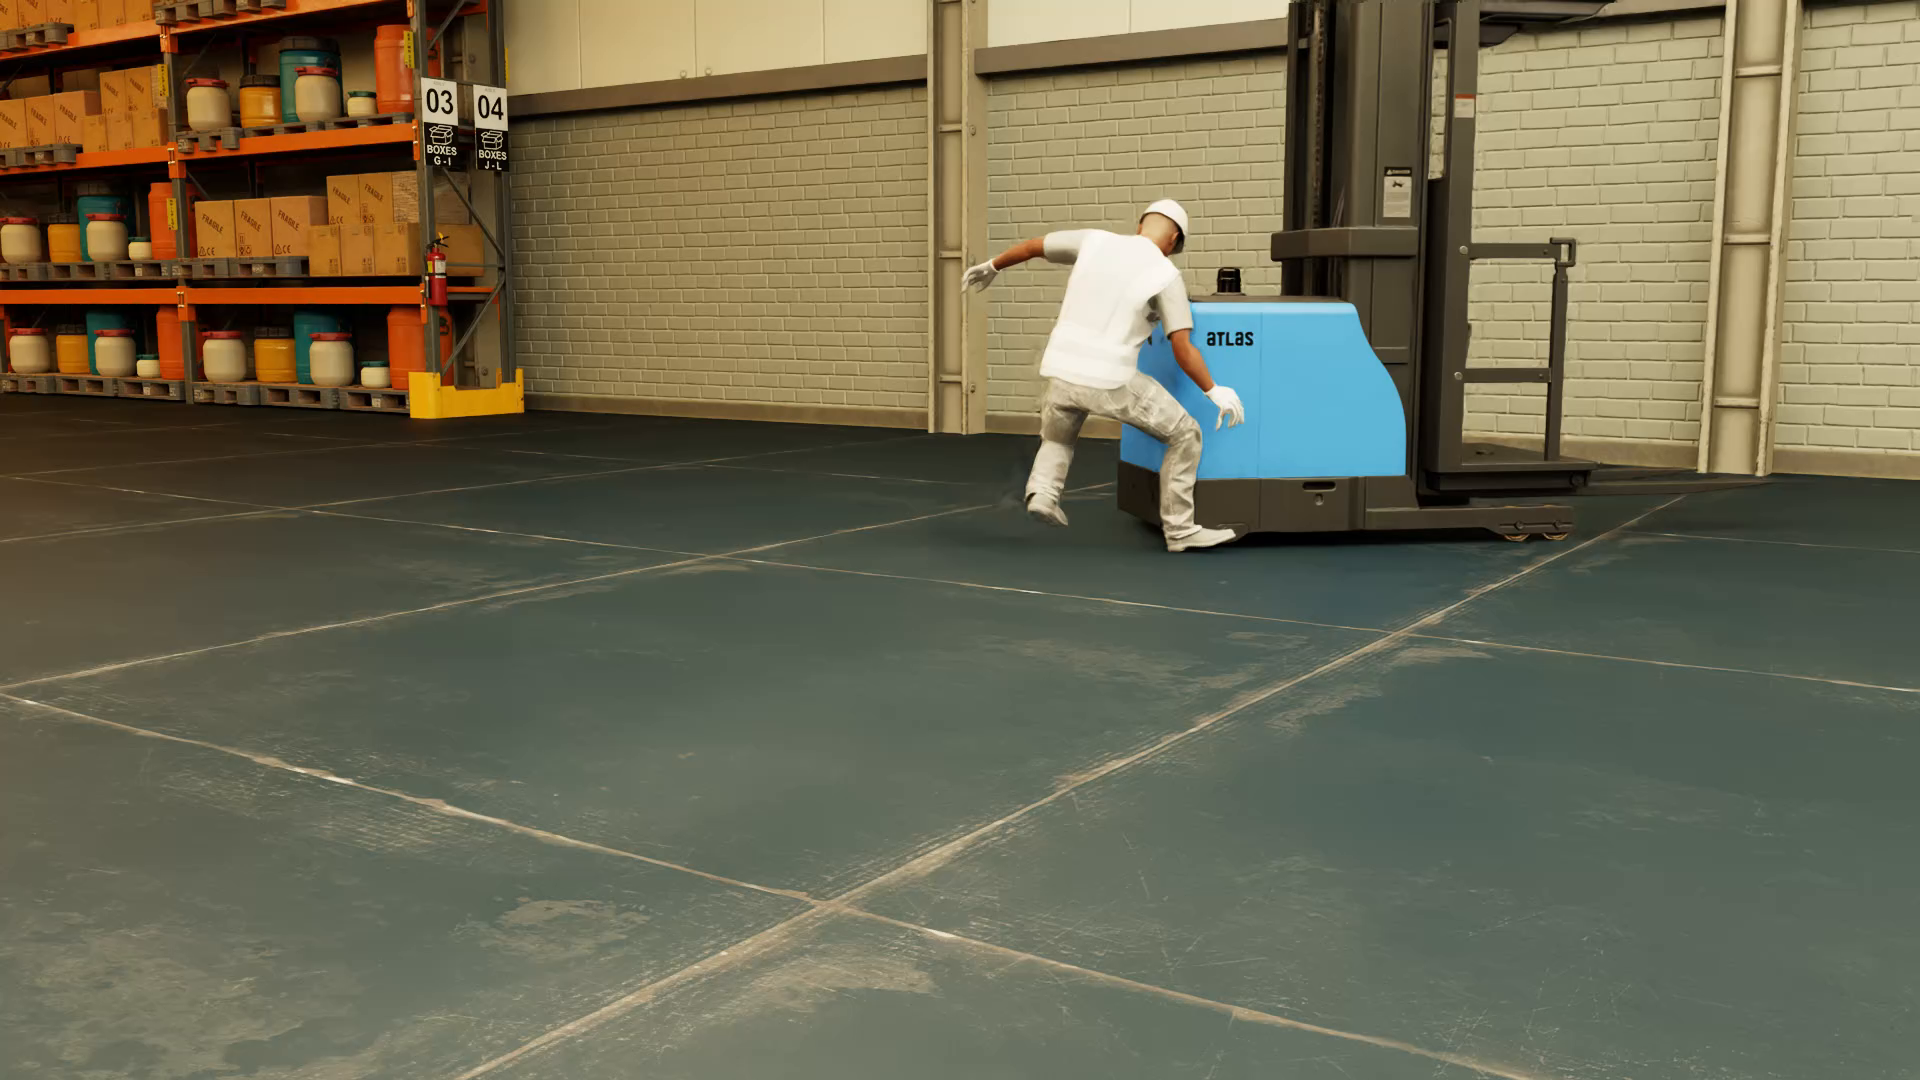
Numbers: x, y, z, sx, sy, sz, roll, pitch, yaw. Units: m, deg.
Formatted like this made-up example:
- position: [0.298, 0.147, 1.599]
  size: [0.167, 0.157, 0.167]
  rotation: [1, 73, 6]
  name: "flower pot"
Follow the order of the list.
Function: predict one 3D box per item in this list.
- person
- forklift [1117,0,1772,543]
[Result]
- position: [0.584, -0.701, 7.197]
  size: [1.240, 1.523, 0.700]
  rotation: [7, 11, 41]
  name: "person"
- position: [2.341, -1.514, 7.841]
  size: [3.031, 2.935, 1.130]
  rotation: [-1, 8, -10]
  name: "forklift"
